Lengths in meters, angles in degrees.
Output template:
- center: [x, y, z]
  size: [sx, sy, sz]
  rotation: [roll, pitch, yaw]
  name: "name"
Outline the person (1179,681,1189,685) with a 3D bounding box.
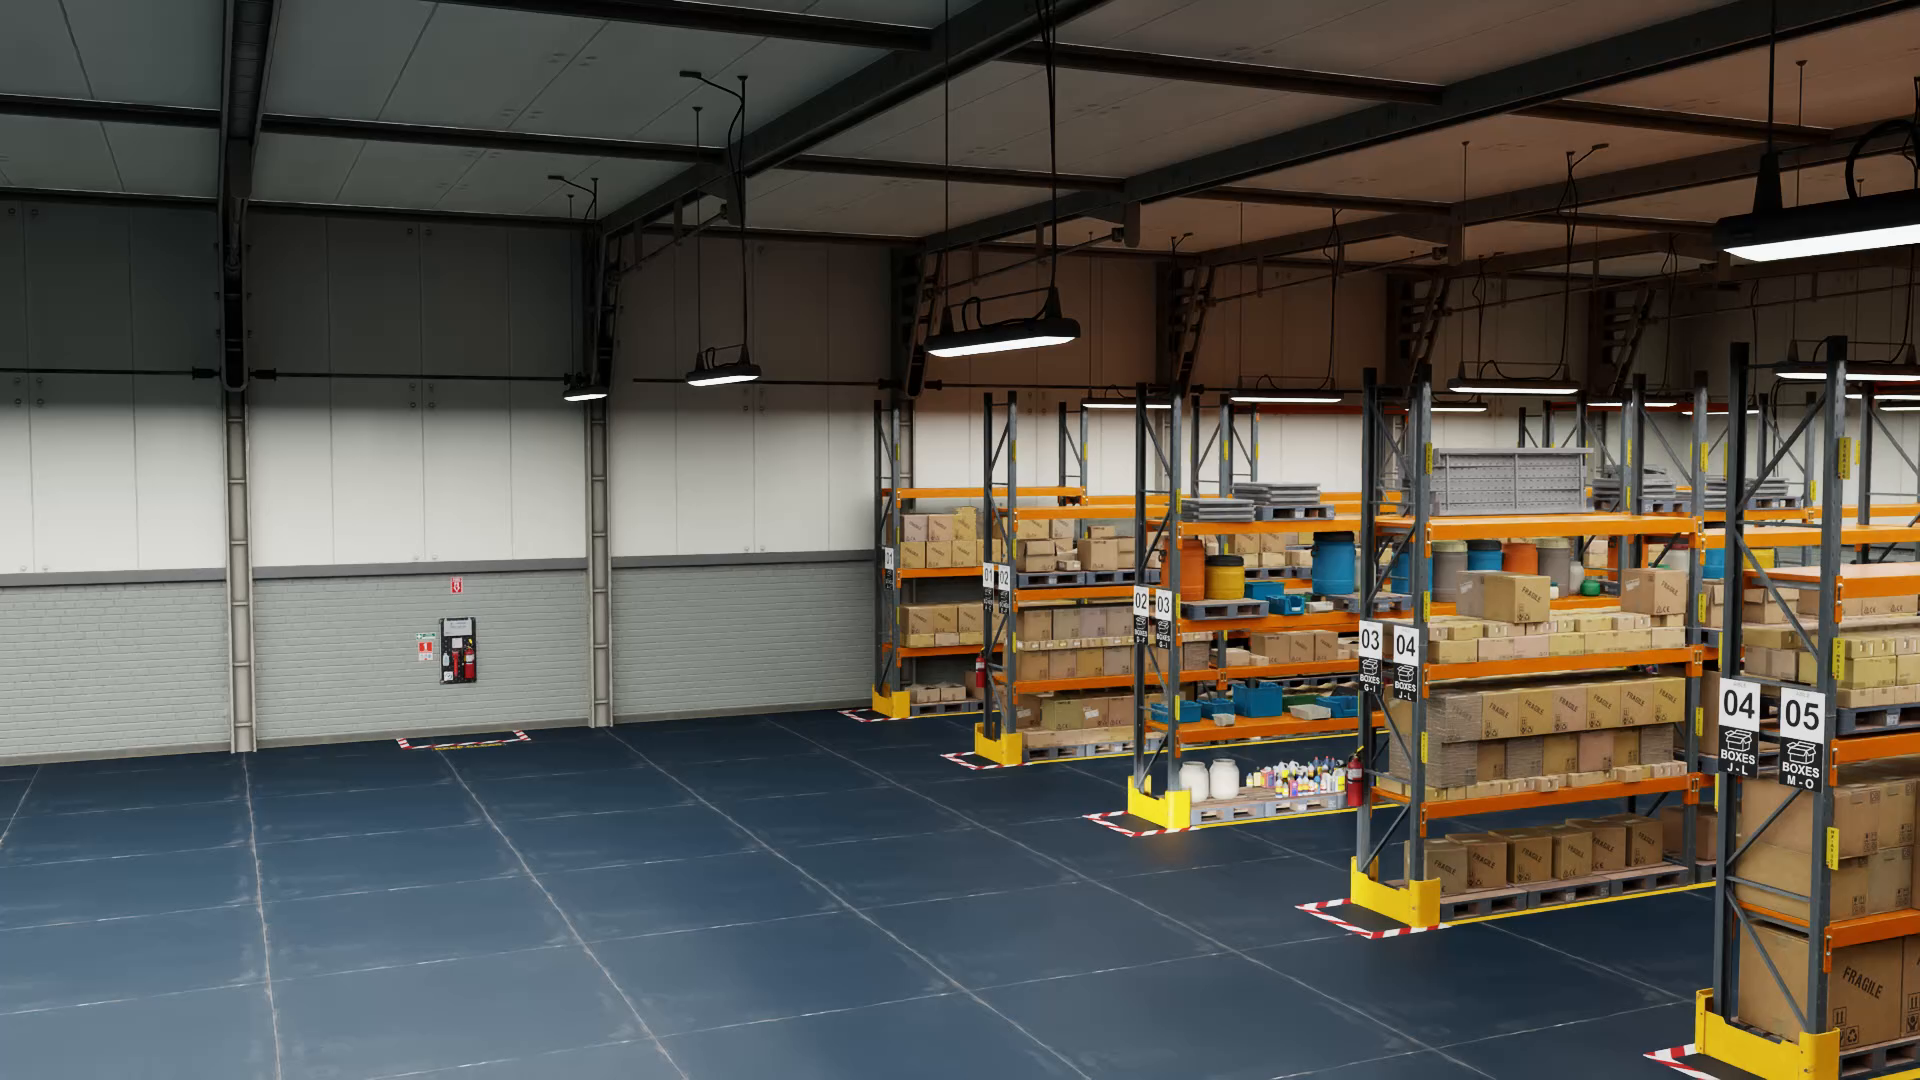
- center: [4.095, 2.469, 31.703]
  size: [1.079, 1.661, 0.545]
  rotation: [-2, 4, -33]
  name: "person"
